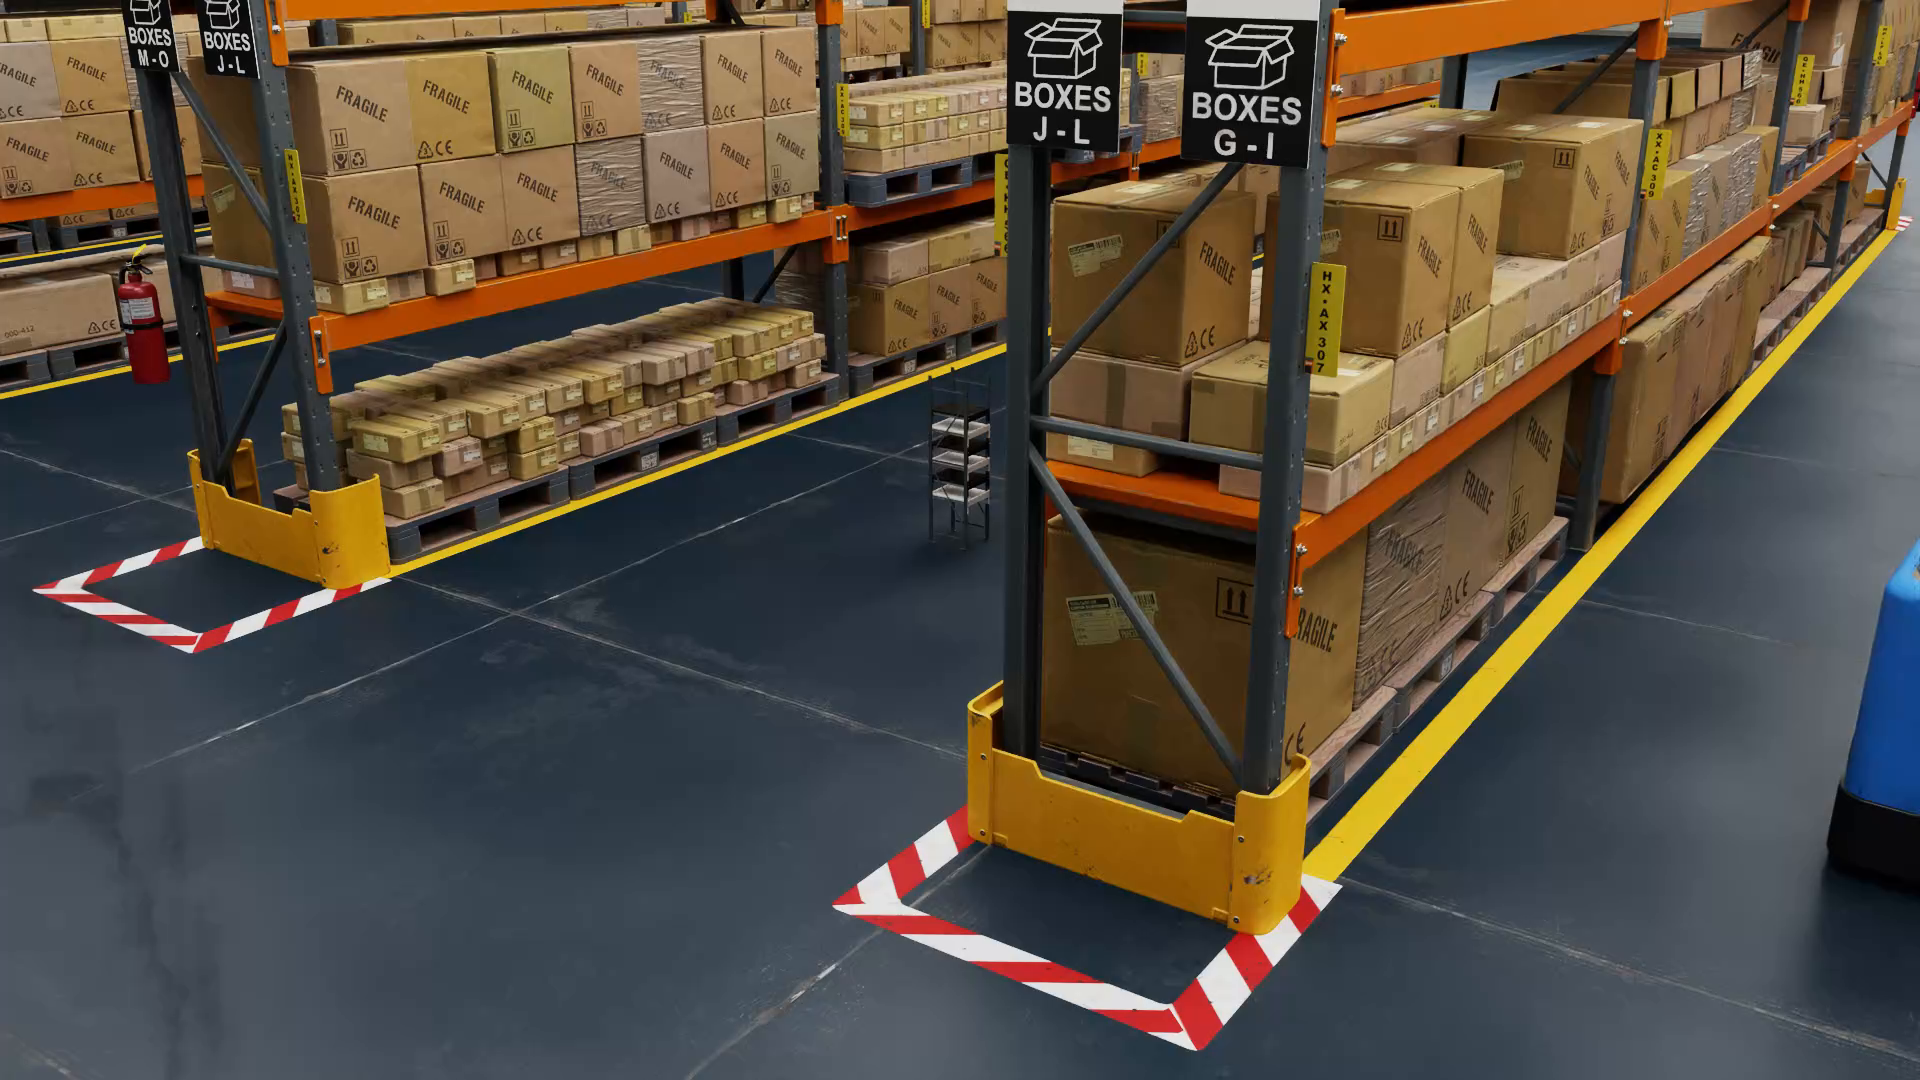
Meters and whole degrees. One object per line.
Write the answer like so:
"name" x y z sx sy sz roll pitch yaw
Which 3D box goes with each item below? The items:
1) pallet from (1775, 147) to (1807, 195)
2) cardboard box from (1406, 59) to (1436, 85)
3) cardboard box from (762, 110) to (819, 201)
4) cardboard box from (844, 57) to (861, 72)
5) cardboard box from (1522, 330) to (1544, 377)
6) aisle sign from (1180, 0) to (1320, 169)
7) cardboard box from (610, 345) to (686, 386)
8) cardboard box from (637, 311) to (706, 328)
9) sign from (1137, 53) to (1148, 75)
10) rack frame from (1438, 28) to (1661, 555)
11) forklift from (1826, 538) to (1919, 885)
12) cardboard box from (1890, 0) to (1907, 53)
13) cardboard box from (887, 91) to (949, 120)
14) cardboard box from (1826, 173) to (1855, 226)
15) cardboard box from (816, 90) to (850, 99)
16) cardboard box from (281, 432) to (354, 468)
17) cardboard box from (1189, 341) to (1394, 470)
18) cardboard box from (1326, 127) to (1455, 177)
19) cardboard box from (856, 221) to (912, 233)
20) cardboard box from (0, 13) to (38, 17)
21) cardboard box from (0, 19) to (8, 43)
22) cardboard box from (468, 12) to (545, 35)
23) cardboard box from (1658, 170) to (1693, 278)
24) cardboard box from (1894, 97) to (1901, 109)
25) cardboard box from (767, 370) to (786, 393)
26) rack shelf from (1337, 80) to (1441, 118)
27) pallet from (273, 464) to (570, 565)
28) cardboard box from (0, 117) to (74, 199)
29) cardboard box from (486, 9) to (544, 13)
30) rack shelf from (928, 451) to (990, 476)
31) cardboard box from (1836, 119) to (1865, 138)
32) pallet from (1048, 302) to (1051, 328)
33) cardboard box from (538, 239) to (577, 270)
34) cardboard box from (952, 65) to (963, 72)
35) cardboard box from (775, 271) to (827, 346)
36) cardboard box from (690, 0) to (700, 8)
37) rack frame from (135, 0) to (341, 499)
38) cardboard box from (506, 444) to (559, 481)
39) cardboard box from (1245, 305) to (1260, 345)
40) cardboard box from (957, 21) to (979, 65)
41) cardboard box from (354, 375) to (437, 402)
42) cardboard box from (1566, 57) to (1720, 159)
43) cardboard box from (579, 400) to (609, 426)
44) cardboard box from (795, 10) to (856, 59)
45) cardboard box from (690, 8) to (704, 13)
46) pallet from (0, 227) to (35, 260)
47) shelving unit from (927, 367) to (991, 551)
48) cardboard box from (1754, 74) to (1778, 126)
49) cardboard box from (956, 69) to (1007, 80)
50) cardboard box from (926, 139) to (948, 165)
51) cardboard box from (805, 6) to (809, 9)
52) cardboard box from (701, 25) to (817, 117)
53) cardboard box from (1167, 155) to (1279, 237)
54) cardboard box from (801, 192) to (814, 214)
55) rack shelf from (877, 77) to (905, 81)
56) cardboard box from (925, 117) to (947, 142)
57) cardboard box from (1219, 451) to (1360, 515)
"pallet" 5.405 -2.729 12.097 1.213 0.211 1.003 13 24 32
"cardboard box" 5.082 -5.679 19.578 0.875 0.550 0.550 13 24 32
"cardboard box" -1.240 -2.435 10.452 0.500 0.500 0.500 13 24 32
"cardboard box" -1.335 -5.325 18.595 0.380 0.149 0.250 14 24 32
"cardboard box" 2.221 -0.809 6.989 0.380 0.149 0.250 13 24 31
"aisle sign" 0.803 -1.439 4.584 0.394 0.787 0.004 13 24 32
"cardboard box" -1.859 -1.040 9.900 0.380 0.149 0.250 12 24 30
"cardboard box" -1.872 -1.374 10.801 0.380 0.149 0.250 13 24 31
"sign" 1.501 -3.993 13.682 0.100 0.325 0.005 13 24 32
"rack frame" 2.844 -1.447 8.352 1.000 3.000 0.127 13 24 32
"forklift" 4.278 -0.534 5.985 1.130 2.935 3.031 15 25 36
"cardboard box" 8.365 -4.764 15.306 0.500 0.500 0.500 13 24 32
"cardboard box" -0.302 -2.979 11.393 0.380 0.149 0.250 14 24 32
"cardboard box" 8.549 -3.384 16.588 0.500 0.500 0.500 16 26 37
"cardboard box" -0.987 -3.031 11.536 0.380 0.149 0.250 12 24 30
"cardboard box" -3.390 -0.502 8.873 0.380 0.149 0.250 13 24 30
"cardboard box" 1.088 -0.453 5.454 0.500 0.250 0.500 13 24 30
"cardboard box" 1.791 -1.490 7.175 0.500 0.500 0.500 12 24 30
"cardboard box" -0.692 -2.227 12.379 0.500 0.250 0.500 15 25 34
"cardboard box" -6.730 -3.642 11.767 0.380 0.149 0.250 14 25 34
"cardboard box" -6.606 -3.405 11.127 0.380 0.149 0.250 14 24 32
"cardboard box" -4.035 -4.410 14.777 0.500 0.500 0.500 13 24 31
"cardboard box" 3.591 -1.721 8.950 0.500 0.500 0.500 13 24 32
"cardboard box" 9.361 -4.496 16.959 0.380 0.149 0.250 13 24 32
"cardboard box" -1.356 -1.065 10.826 0.380 0.149 0.250 14 25 33
"rack shelf" 4.420 -4.975 18.927 1.077 0.370 4.000 13 24 32
"pallet" -2.922 -0.235 9.097 1.003 0.211 1.213 13 24 32
"cardboard box" -6.532 -2.653 11.470 0.500 0.500 0.500 13 24 32
"cardboard box" -4.158 -4.659 15.452 0.500 0.500 0.500 14 25 33
"rack shelf" -0.005 -0.388 8.614 0.258 0.077 0.200 13 24 32
"cardboard box" 7.710 -3.627 14.609 0.380 0.149 0.250 13 24 32
"pallet" 0.606 -2.059 14.026 1.003 0.211 1.213 13 24 32
"cardboard box" -2.326 -1.594 9.112 0.380 0.149 0.250 13 24 31
"cardboard box" -0.190 -5.749 20.346 0.380 0.149 0.250 13 24 32
"cardboard box" -0.994 -1.729 12.113 0.500 0.500 0.500 13 24 31
"cardboard box" -3.879 -7.551 23.347 0.380 0.149 0.250 13 24 32
"rack frame" -3.450 -1.295 7.943 1.000 3.000 0.127 13 24 32
"cardboard box" -2.443 -0.459 9.185 0.380 0.149 0.250 14 24 32
"cardboard box" 0.934 -0.704 6.132 0.500 0.250 0.500 13 24 31
"cardboard box" -0.114 -6.081 20.309 0.500 0.500 0.500 13 24 32
"cardboard box" -3.133 -0.795 9.238 0.380 0.149 0.250 13 24 31
"cardboard box" 3.928 -2.525 9.677 0.797 0.503 0.637 14 25 34
"cardboard box" -2.256 -0.783 9.633 0.380 0.149 0.250 15 25 35
"cardboard box" -1.498 -5.591 18.379 0.500 0.500 0.500 14 25 34
"cardboard box" -3.822 -7.394 23.353 0.380 0.149 0.250 12 24 30
"pallet" -9.847 -2.841 16.142 1.003 0.211 1.213 13 24 32
"shelving unit" -0.005 -0.420 8.603 0.258 0.900 0.210 13 24 32
"cardboard box" 5.594 -3.180 12.290 0.700 0.500 0.500 18 27 40
"cardboard box" 0.187 -3.631 13.156 0.380 0.149 0.250 12 24 30
"cardboard box" -0.305 -2.697 11.489 0.380 0.149 0.250 13 24 32
"cardboard box" -1.637 -5.835 19.039 0.500 0.500 0.500 13 24 32
"cardboard box" -1.242 -2.911 10.296 0.500 0.500 0.500 12 24 30
"cardboard box" 2.475 -3.408 16.293 1.050 0.750 0.750 13 24 32
"cardboard box" -1.169 -2.197 10.744 0.380 0.149 0.250 13 24 31
"rack shelf" 0.269 -5.911 21.458 1.077 0.370 4.000 13 24 32
"cardboard box" -0.311 -2.834 11.430 0.380 0.149 0.250 14 24 33
"cardboard box" 1.067 -0.219 5.394 0.380 0.149 0.250 14 24 32
